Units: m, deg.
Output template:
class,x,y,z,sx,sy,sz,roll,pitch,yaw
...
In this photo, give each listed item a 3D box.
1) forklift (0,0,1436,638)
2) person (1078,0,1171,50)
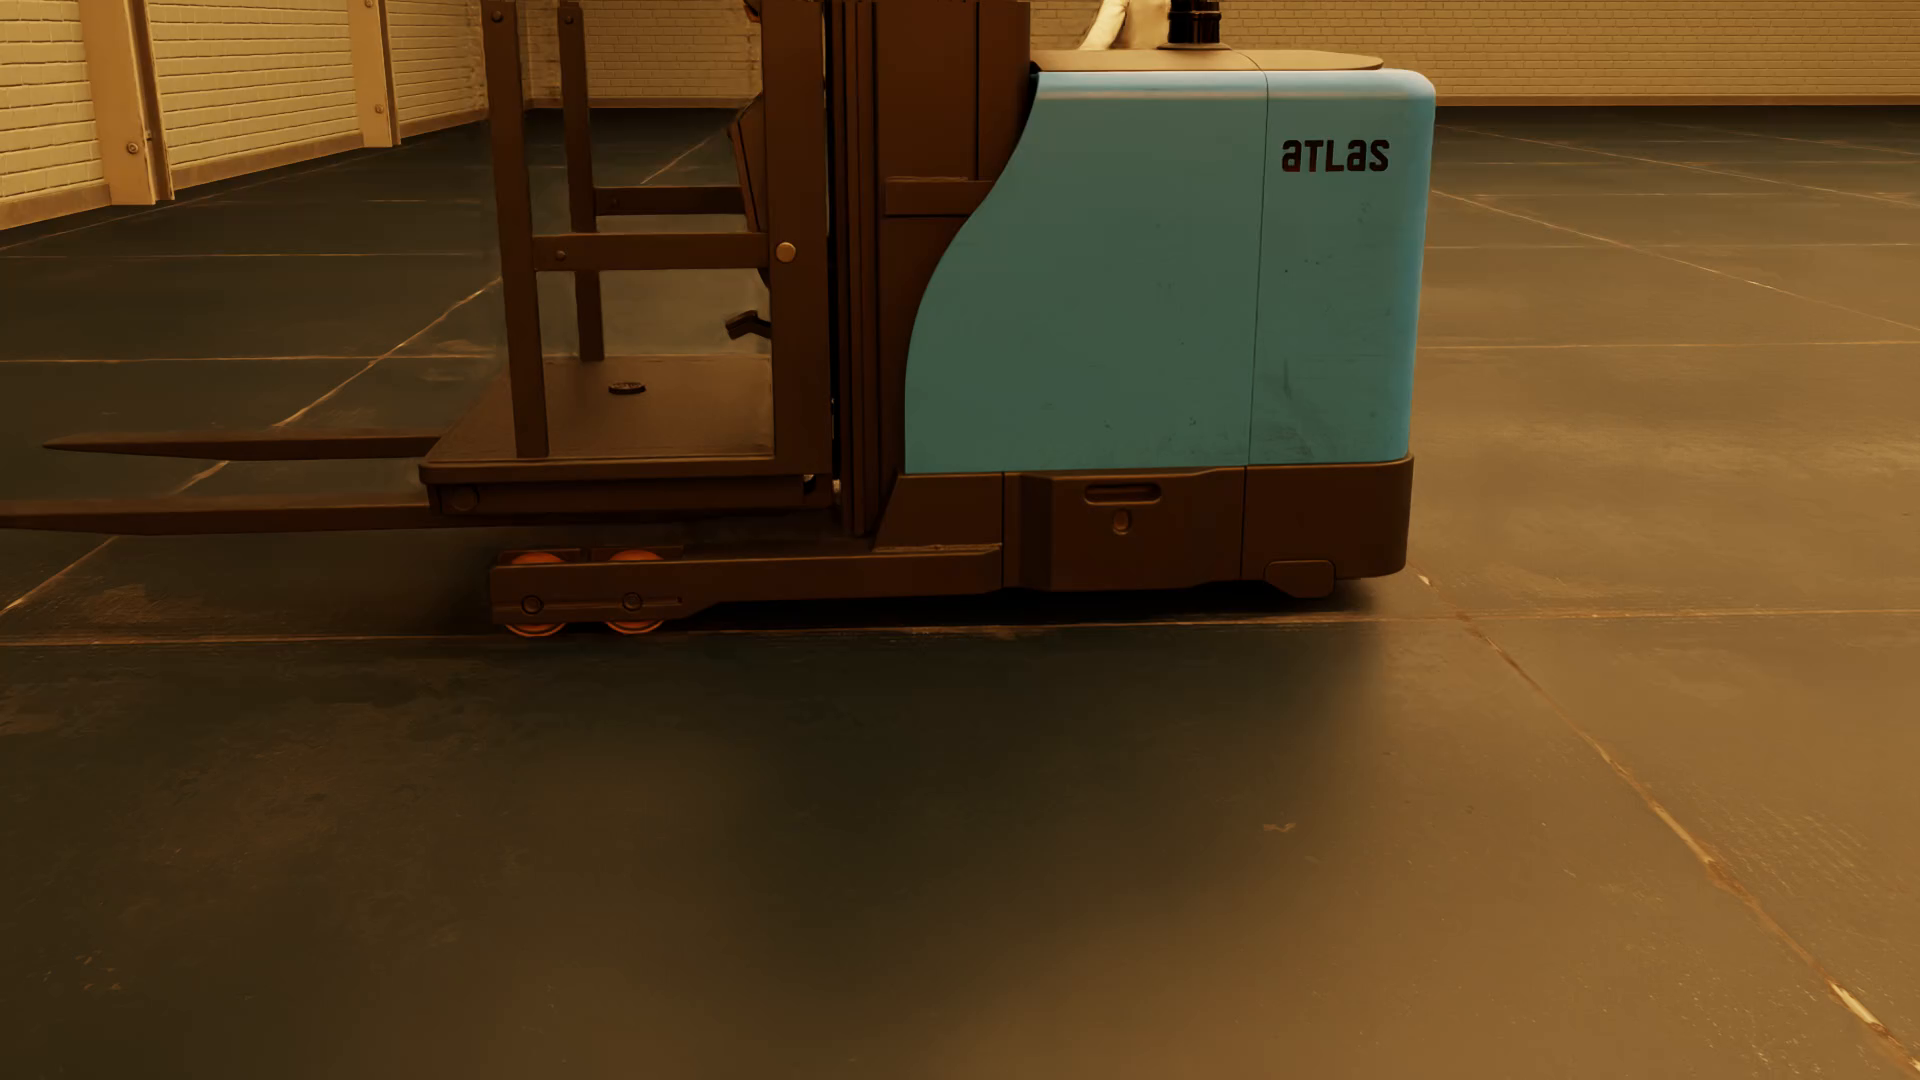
class,x,y,z,sx,sy,sz,roll,pitch,yaw
forklift,-0.608,-1.370,3.387,3.031,2.935,1.130,-2,17,-5
person,0.570,-1.367,5.824,0.648,1.512,0.580,-3,17,-10
